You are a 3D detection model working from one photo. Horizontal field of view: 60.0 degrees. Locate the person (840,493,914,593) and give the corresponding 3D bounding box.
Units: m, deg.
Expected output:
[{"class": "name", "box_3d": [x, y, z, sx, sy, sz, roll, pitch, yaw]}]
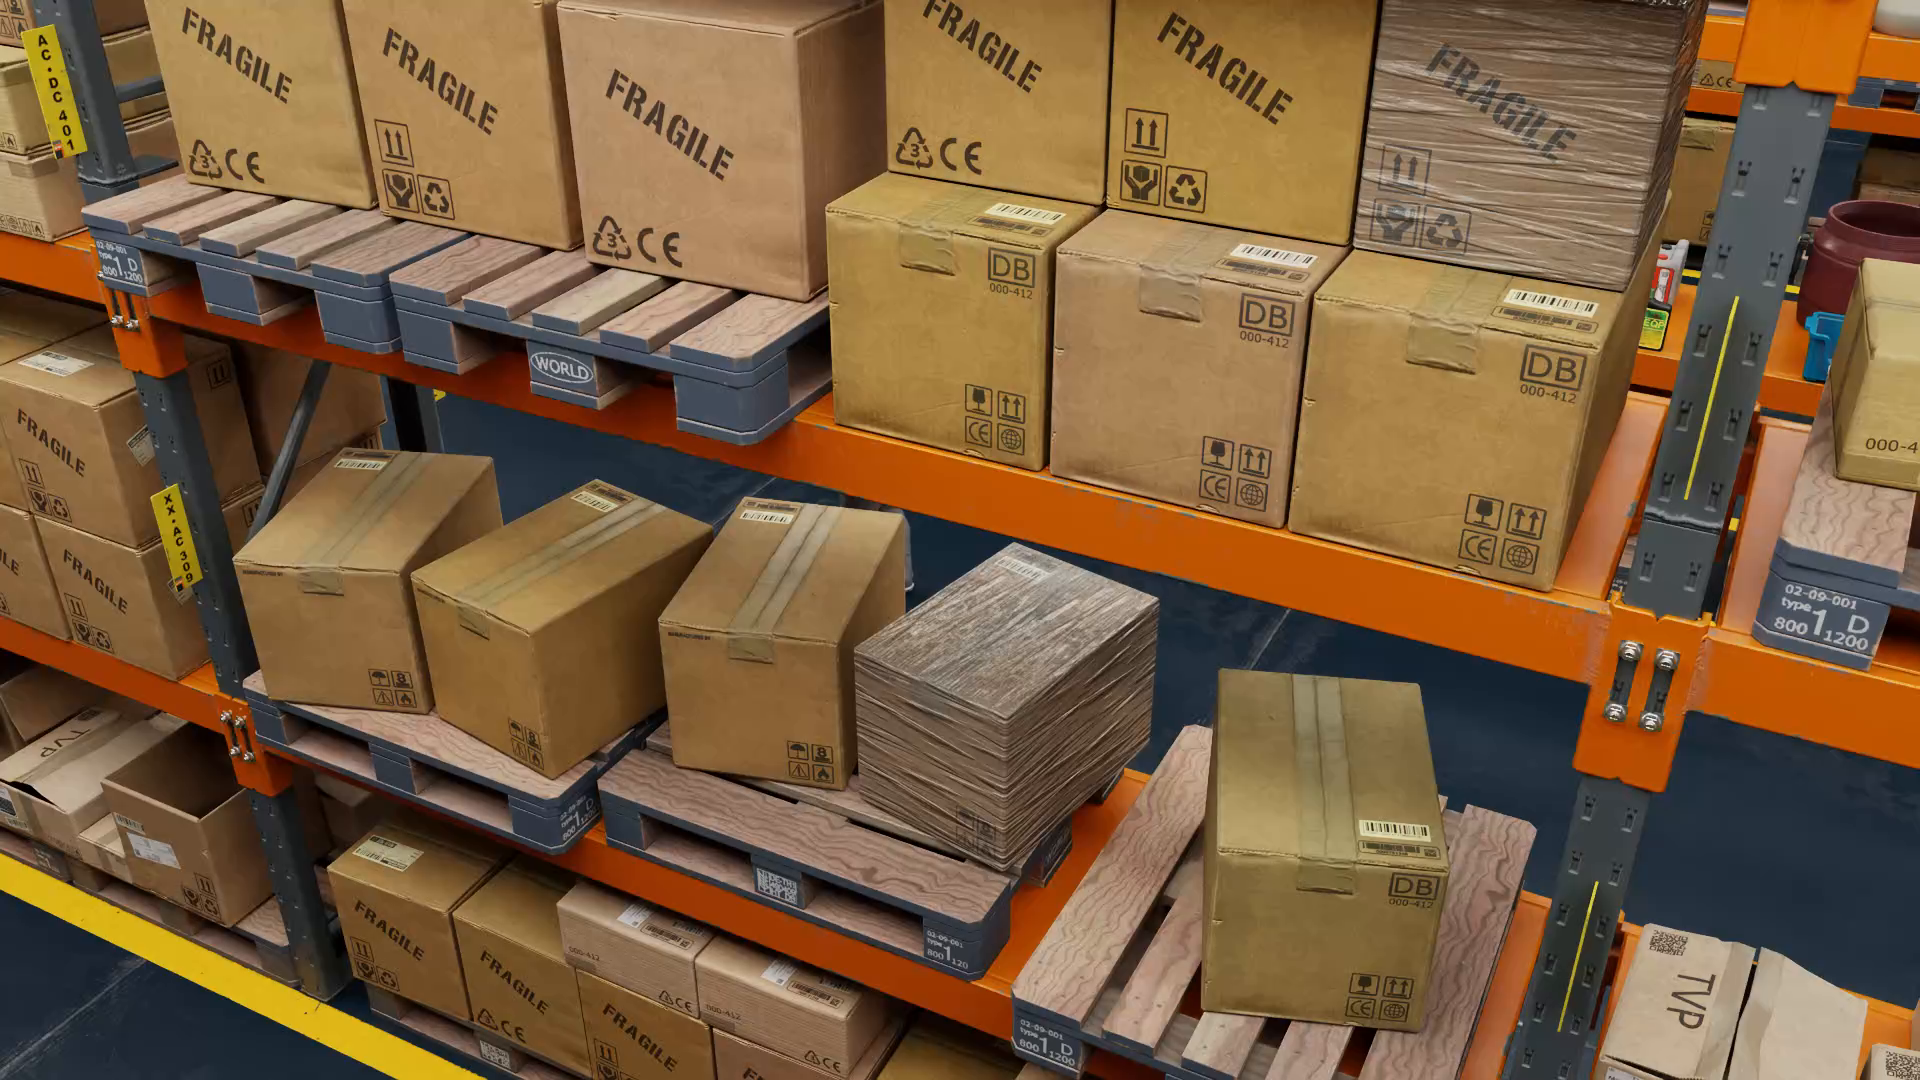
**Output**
[{"class": "person", "box_3d": [-0.420, -0.417, 7.845, 0.416, 1.659, 0.505, 15, 33, 24]}]
